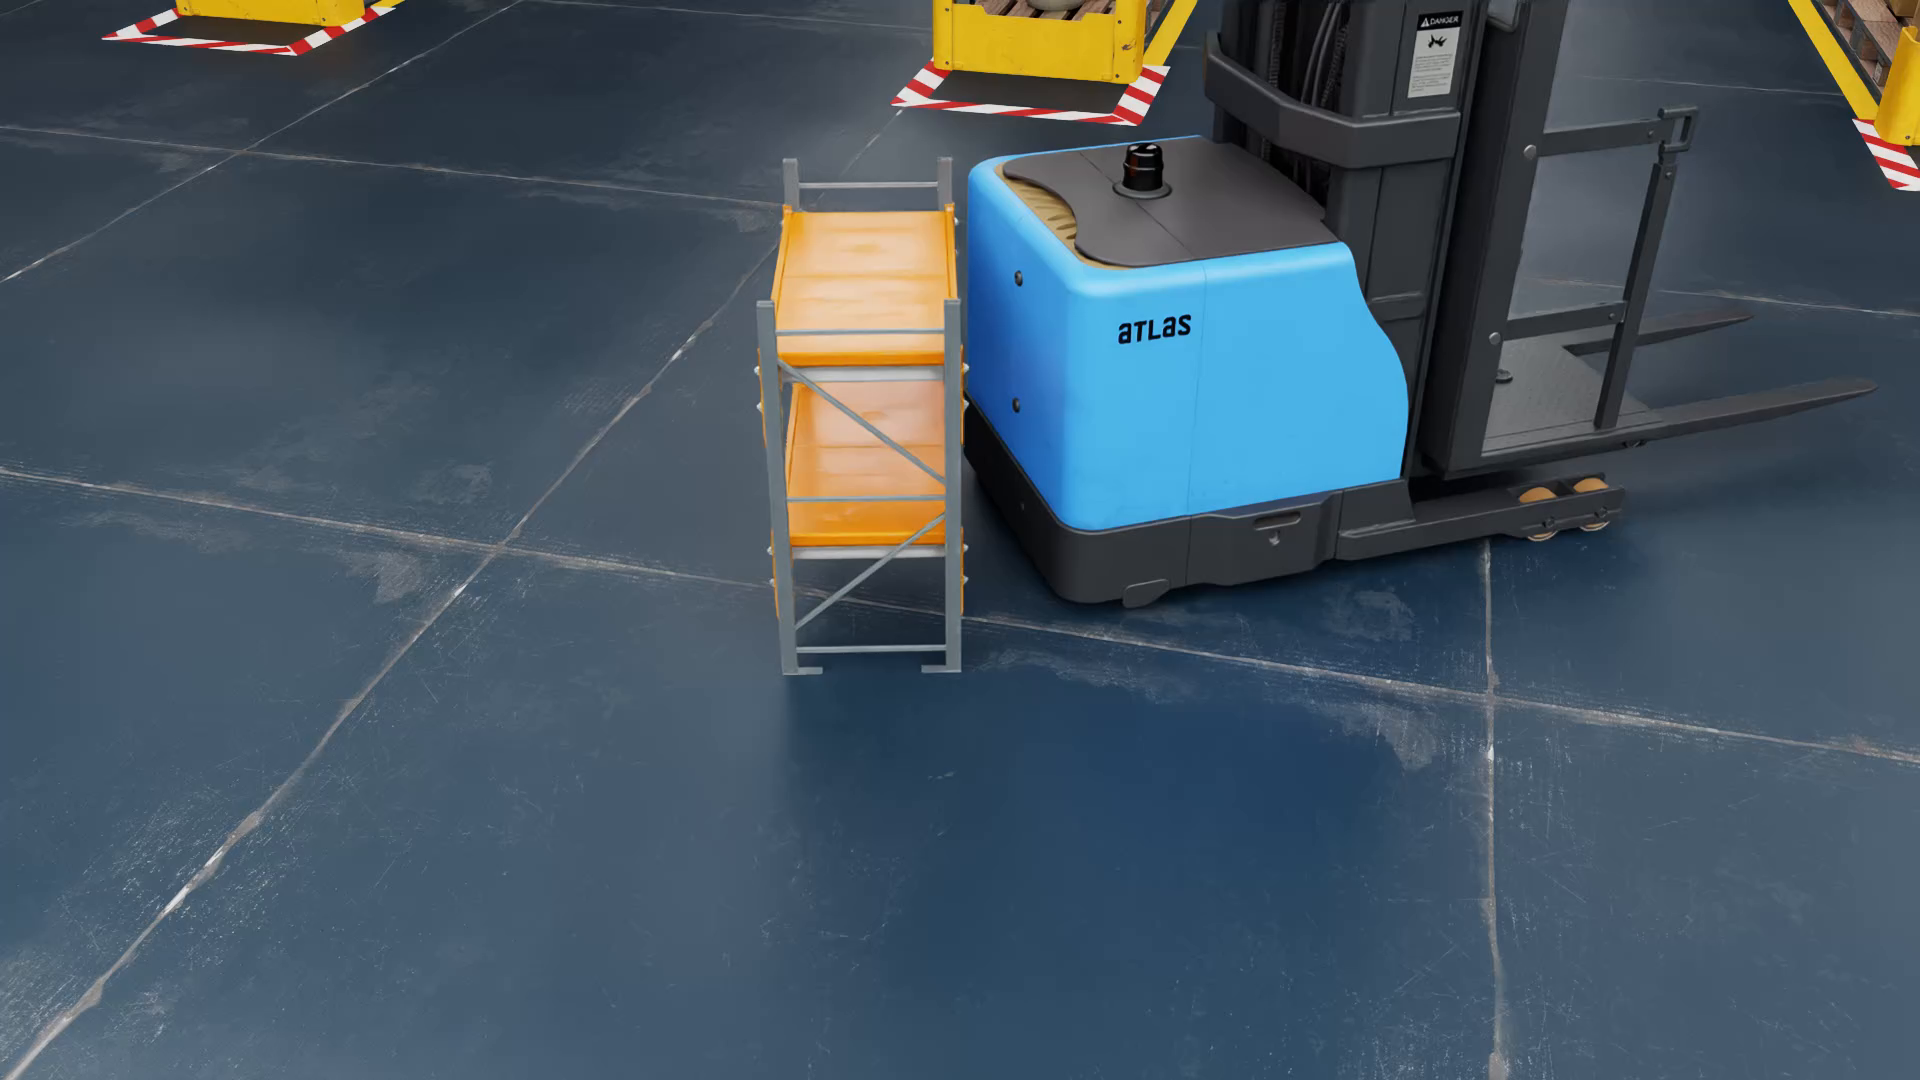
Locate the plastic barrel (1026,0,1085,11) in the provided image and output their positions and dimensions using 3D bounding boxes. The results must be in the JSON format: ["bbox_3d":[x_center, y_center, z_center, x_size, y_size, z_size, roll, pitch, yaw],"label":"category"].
[{"bbox_3d":[0.562,-3.393,9.719,0.421,0.512,0.421,0,32,0],"label":"plastic barrel"}]

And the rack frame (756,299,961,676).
[{"bbox_3d":[-0.247,-0.106,4.368,0.500,1.125,0.032,-1,32,-1],"label":"rack frame"}]

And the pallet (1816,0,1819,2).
[{"bbox_3d":[6.139,-3.785,11.007,1.003,0.211,1.213,8,33,12],"label":"pallet"}]

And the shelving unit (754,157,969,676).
[{"bbox_3d":[-0.260,-0.379,4.797,0.538,1.125,1.048,-1,32,-1],"label":"shelving unit"}]

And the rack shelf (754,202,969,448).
[{"bbox_3d":[-0.260,-0.626,4.640,0.538,0.278,1.000,-1,32,-1],"label":"rack shelf"}]

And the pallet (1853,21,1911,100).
[{"bbox_3d":[5.519,-2.519,9.015,1.003,0.211,1.213,8,33,12],"label":"pallet"}]

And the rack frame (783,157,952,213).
[{"bbox_3d":[-0.274,-0.651,5.226,0.500,1.125,0.032,-1,32,-1],"label":"rack frame"}]

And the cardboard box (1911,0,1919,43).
[{"bbox_3d":[5.553,-2.998,9.109,0.500,0.500,0.500,17,36,25],"label":"cardboard box"}]

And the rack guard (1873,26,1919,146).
[{"bbox_3d":[5.279,-2.224,8.282,1.175,0.500,0.348,8,33,12],"label":"rack guard"}]

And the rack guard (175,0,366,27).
[{"bbox_3d":[-4.327,-3.523,10.325,1.175,0.500,0.348,8,33,12],"label":"rack guard"}]

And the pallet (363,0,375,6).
[{"bbox_3d":[-4.168,-3.816,11.056,1.003,0.211,1.213,8,33,12],"label":"pallet"}]

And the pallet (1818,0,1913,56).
[{"bbox_3d":[5.831,-3.150,10.008,1.003,0.211,1.213,8,33,12],"label":"pallet"}]

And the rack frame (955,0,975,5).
[{"bbox_3d":[0.469,-3.914,8.610,1.000,3.000,0.127,8,33,12],"label":"rack frame"}]

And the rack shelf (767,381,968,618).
[{"bbox_3d":[-0.260,-0.172,4.928,0.538,0.278,1.000,-1,32,-1],"label":"rack shelf"}]

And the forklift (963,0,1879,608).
[{"bbox_3d":[1.585,-1.493,4.866,3.031,2.935,1.130,-10,34,-15],"label":"forklift"}]
